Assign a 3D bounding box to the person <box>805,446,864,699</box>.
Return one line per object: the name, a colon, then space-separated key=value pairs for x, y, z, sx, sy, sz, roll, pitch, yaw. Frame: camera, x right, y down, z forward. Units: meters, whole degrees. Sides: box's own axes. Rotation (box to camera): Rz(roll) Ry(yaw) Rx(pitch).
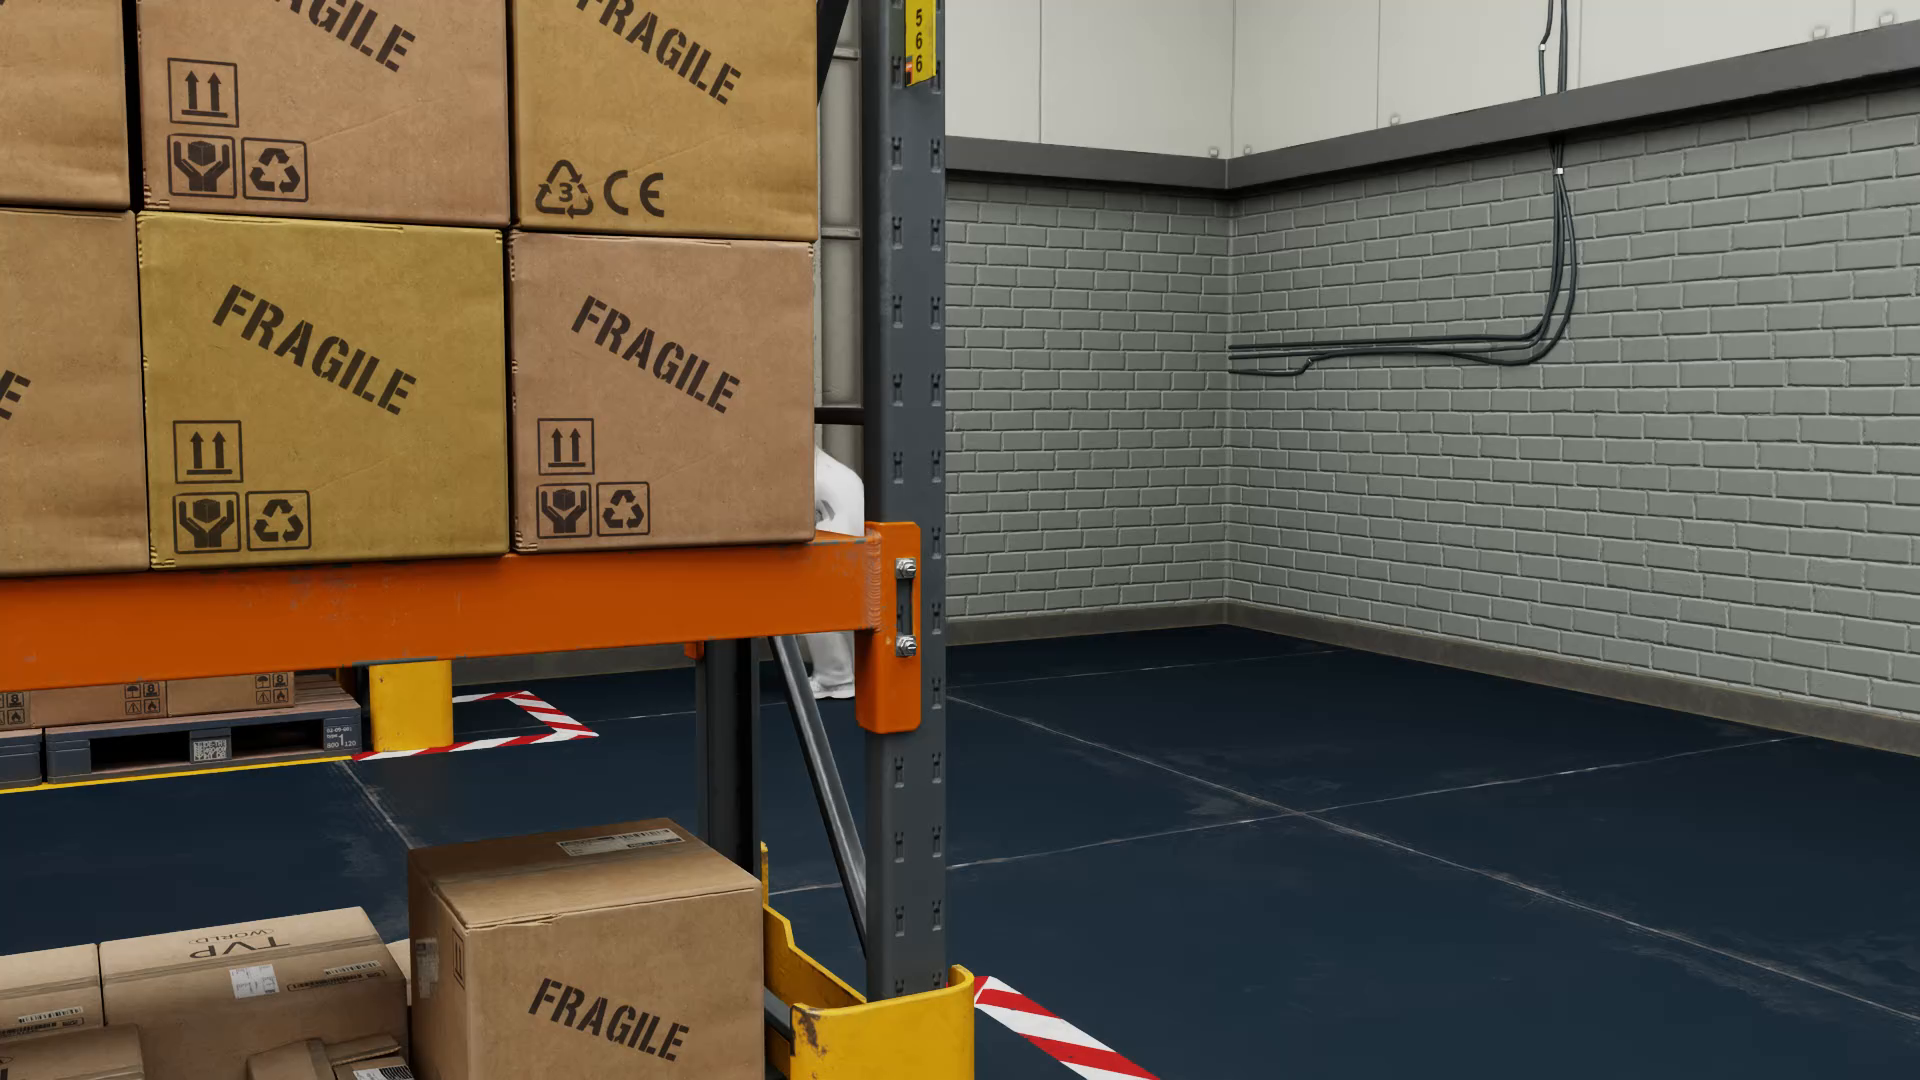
person: x=-0.818 y=0.058 z=8.616 sx=0.806 sy=1.508 sz=0.547 roll=0 pitch=5 yaw=3
